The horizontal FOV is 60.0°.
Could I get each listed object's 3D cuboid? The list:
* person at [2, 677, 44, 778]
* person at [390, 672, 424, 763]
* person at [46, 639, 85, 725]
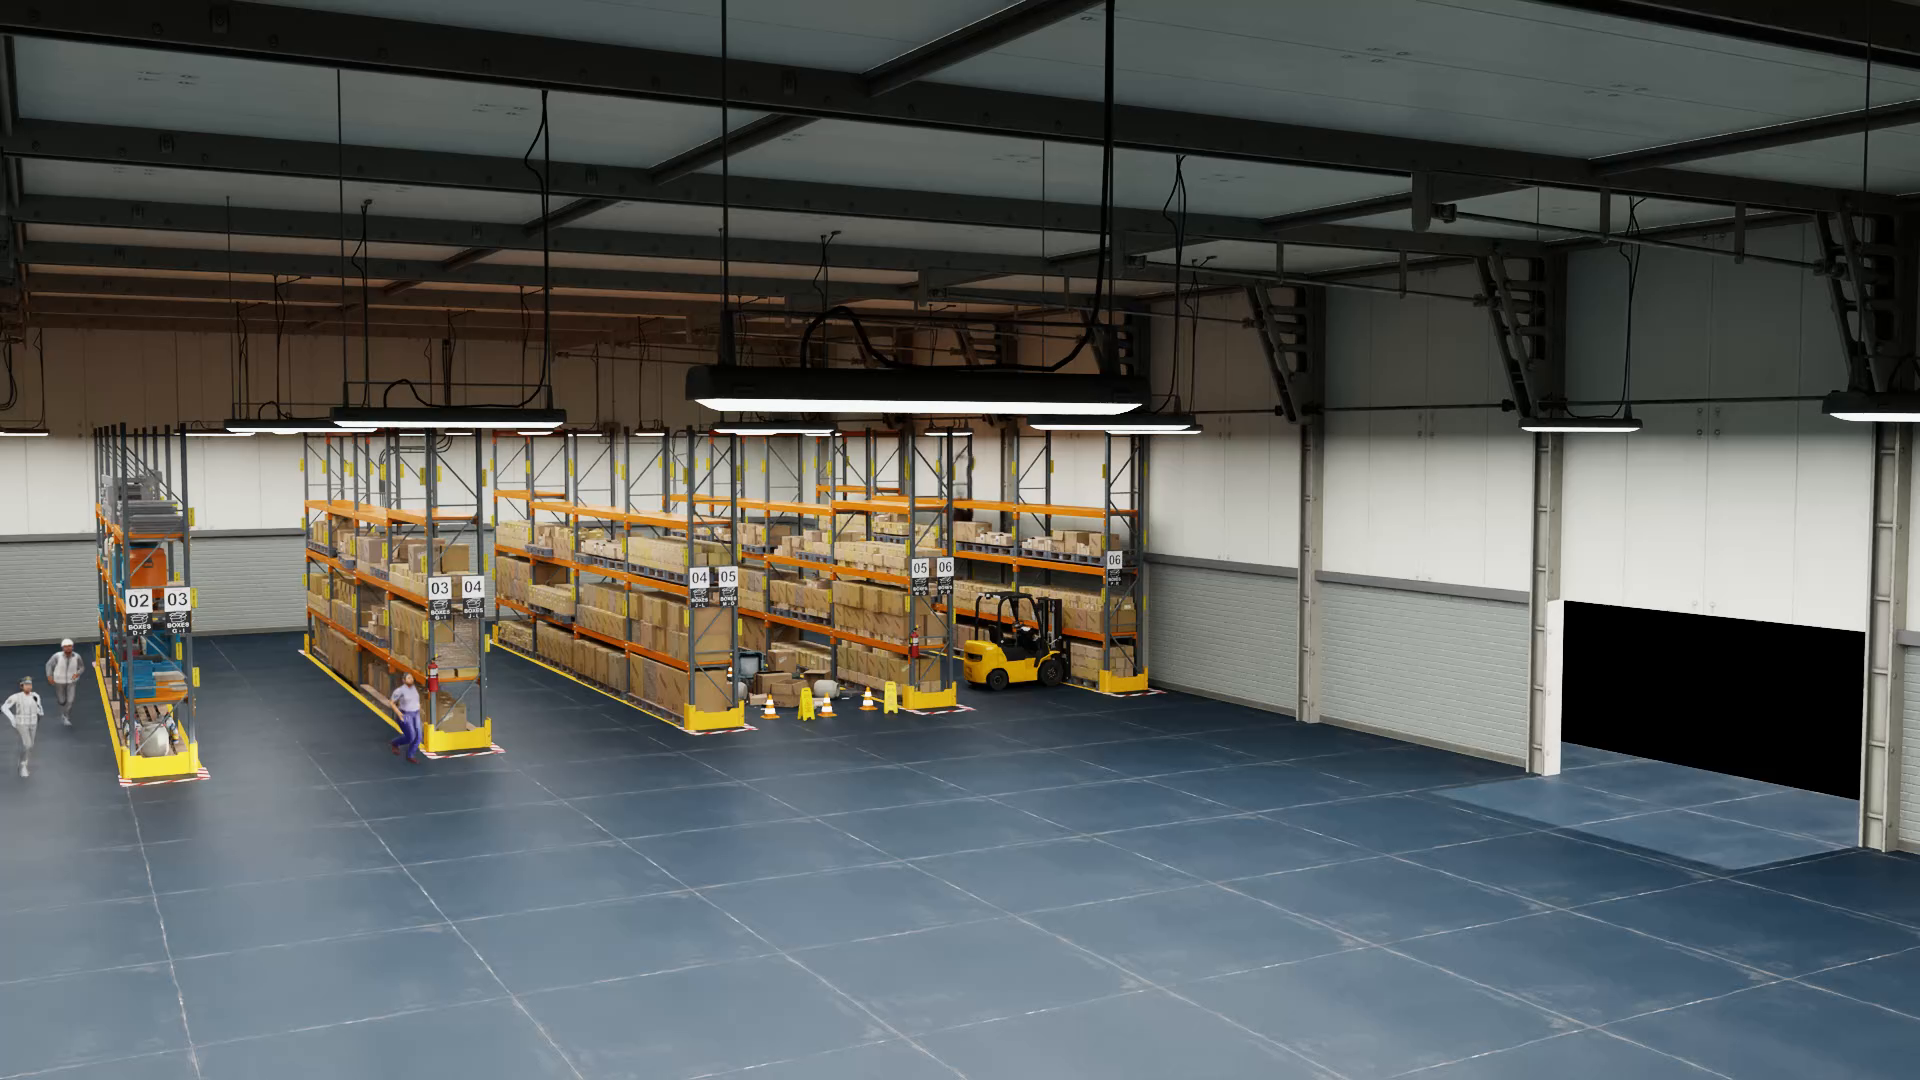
[{"bbox_3d":[-15.874,3.174,28.282,0.686,1.716,0.588,2,4,31],"label":"person"},{"bbox_3d":[-9.803,3.149,29.495,0.558,1.612,0.618,2,4,29],"label":"person"},{"bbox_3d":[-18.010,2.854,33.500,0.691,1.730,0.693,-2,4,-31],"label":"person"}]
